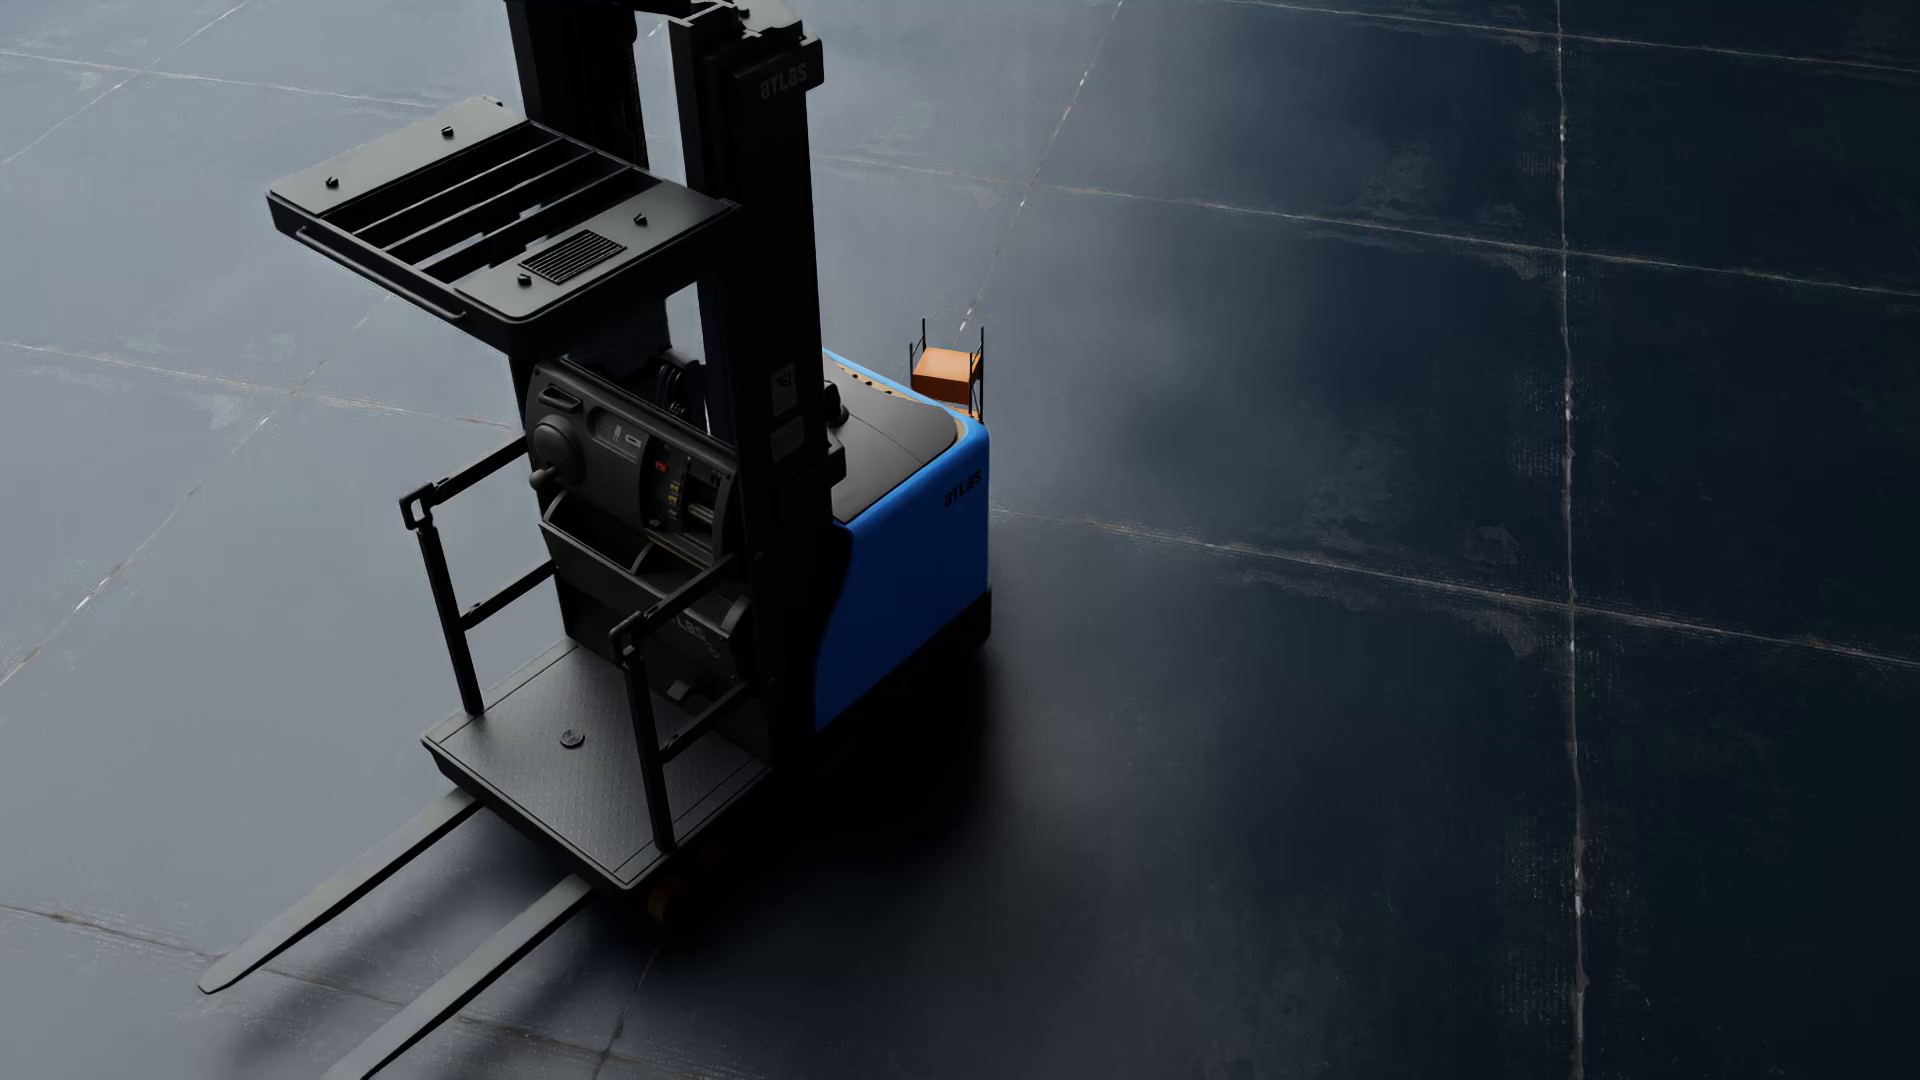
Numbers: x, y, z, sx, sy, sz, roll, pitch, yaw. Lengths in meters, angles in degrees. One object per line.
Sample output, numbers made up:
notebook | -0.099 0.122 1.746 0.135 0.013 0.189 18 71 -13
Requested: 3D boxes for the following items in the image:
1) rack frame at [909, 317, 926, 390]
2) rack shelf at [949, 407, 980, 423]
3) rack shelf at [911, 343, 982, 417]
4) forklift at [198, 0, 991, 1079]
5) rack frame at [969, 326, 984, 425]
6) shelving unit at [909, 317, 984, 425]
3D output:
rack frame | -0.170 -0.431 6.947 0.008 1.050 0.200 10 41 11
rack shelf | -0.052 -0.403 6.930 0.240 0.259 0.215 10 41 11
rack shelf | -0.052 -0.620 6.747 0.240 0.259 0.215 10 41 11
forklift | -1.193 -0.173 5.178 1.130 2.935 3.031 27 47 29
rack frame | 0.066 -0.391 6.899 0.008 1.050 0.200 10 41 11
shelving unit | -0.052 -0.411 6.923 0.252 1.050 0.215 10 41 11
